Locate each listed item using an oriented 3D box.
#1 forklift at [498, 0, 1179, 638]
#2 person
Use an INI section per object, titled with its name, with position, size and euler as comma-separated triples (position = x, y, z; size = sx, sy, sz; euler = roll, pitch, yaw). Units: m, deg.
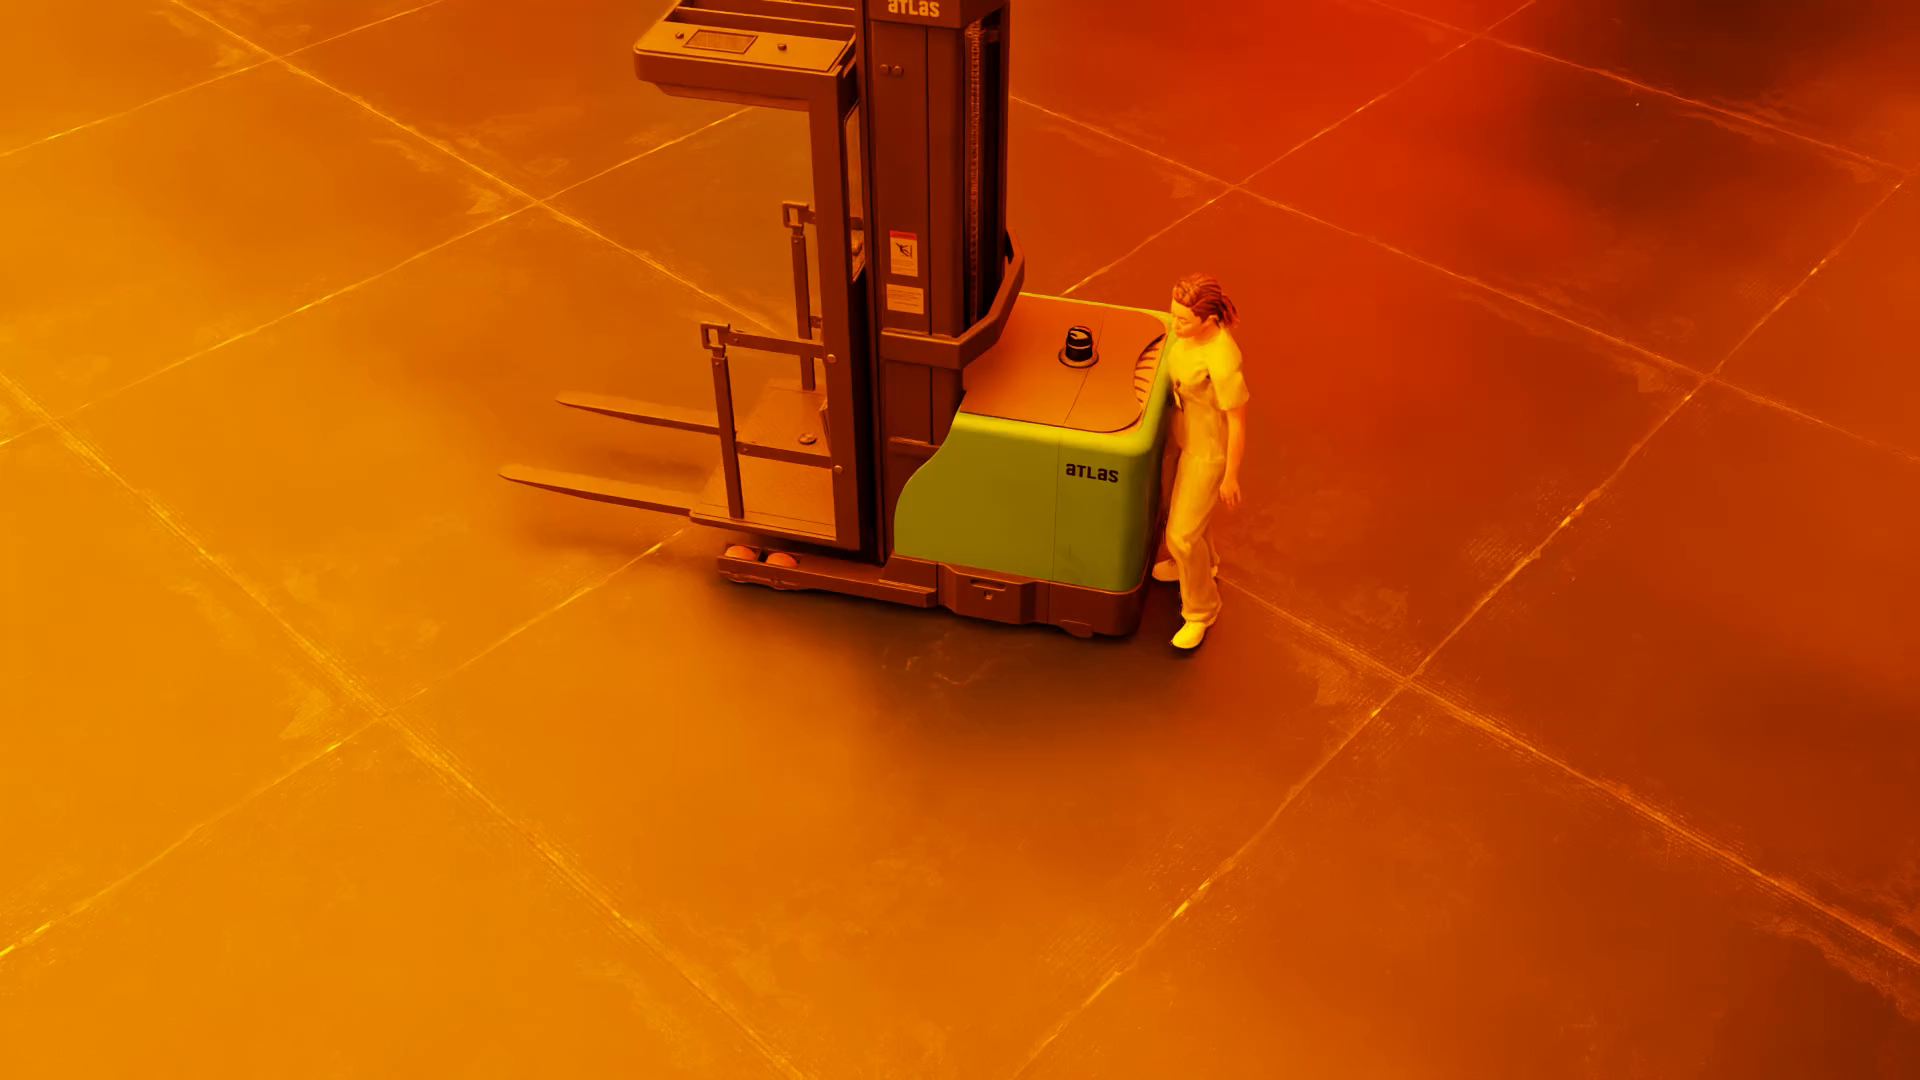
[forklift]
position = -0.591, -1.212, 6.841
size = 3.031, 2.935, 1.130
euler = 10, 42, 11
[person]
position = 0.998, -0.379, 6.864
size = 0.386, 1.644, 0.771
euler = -8, 41, -10
